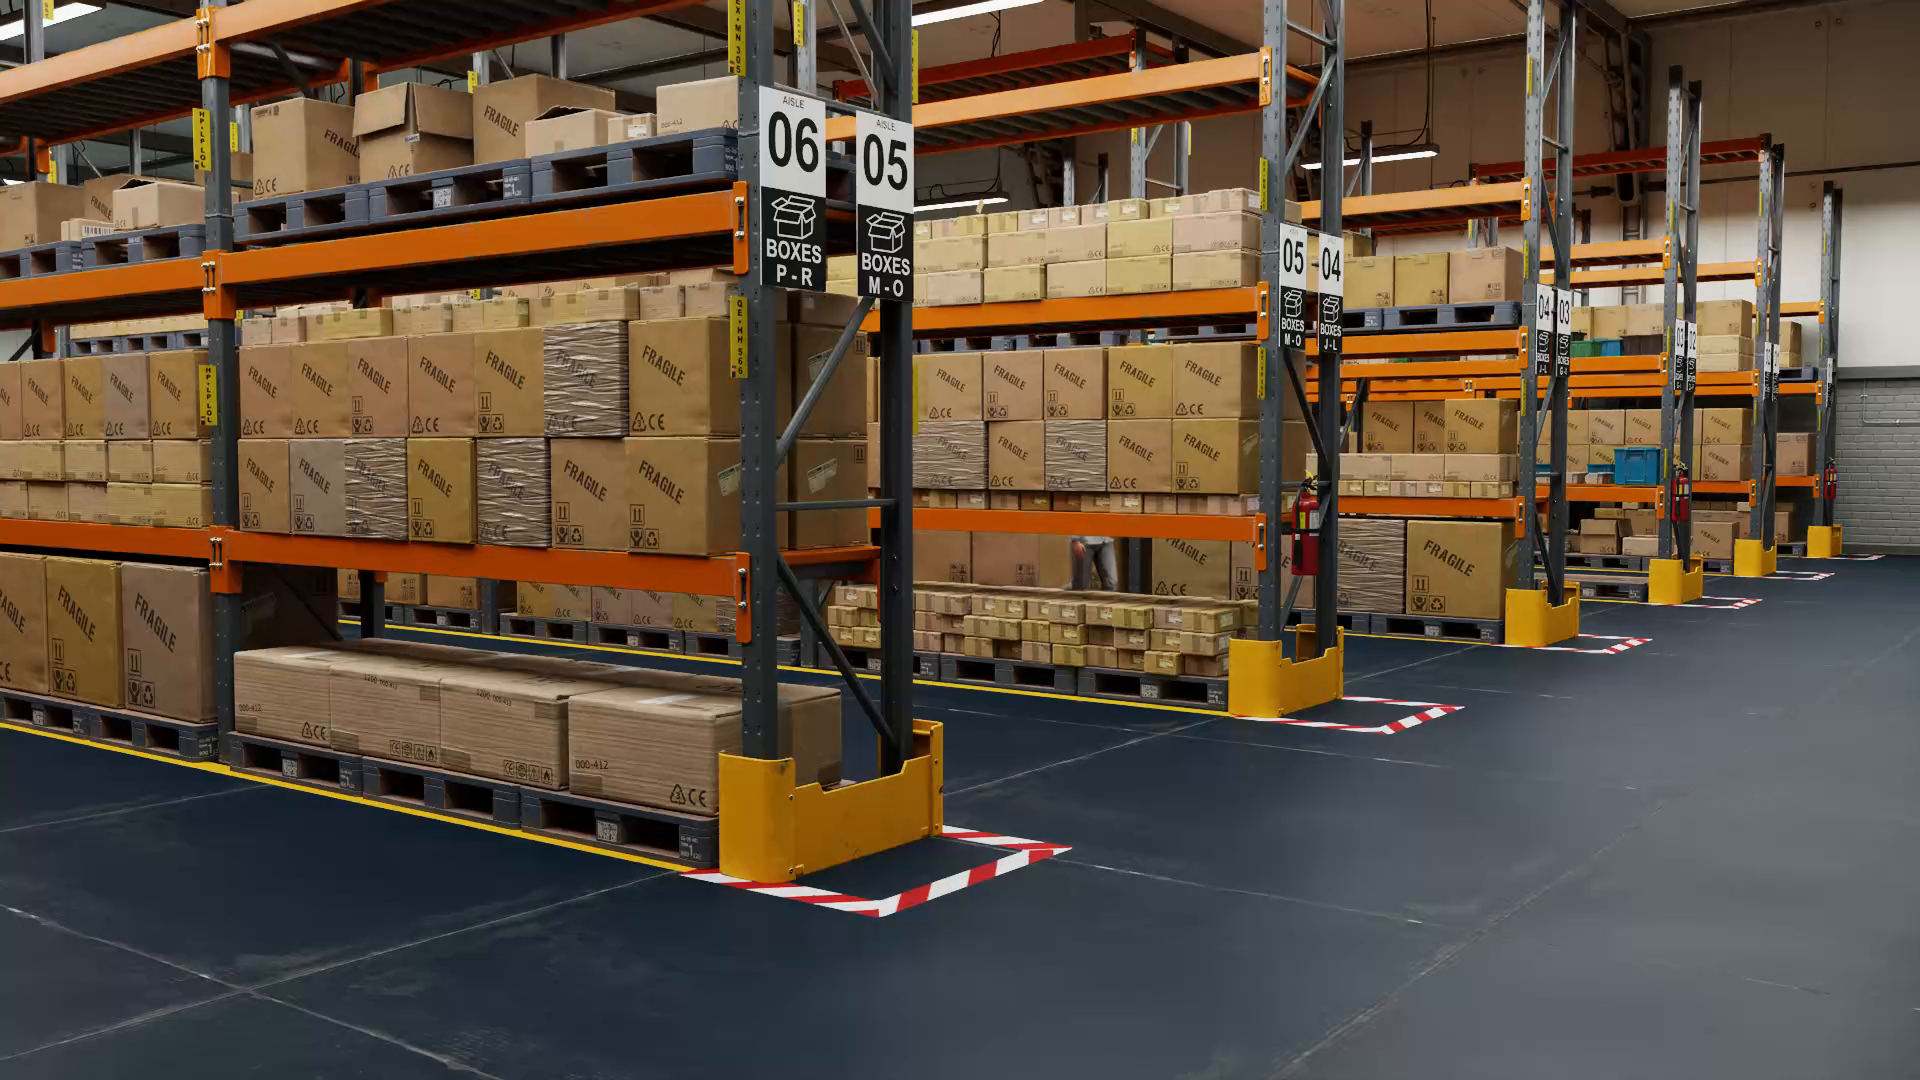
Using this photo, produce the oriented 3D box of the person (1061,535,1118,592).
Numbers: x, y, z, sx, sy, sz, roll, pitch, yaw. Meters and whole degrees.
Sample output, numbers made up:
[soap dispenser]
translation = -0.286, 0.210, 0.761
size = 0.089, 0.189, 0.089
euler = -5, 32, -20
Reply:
[person]
translation = 1.172, 0.011, 15.454
size = 0.552, 1.741, 0.866
euler = -2, 4, -36
